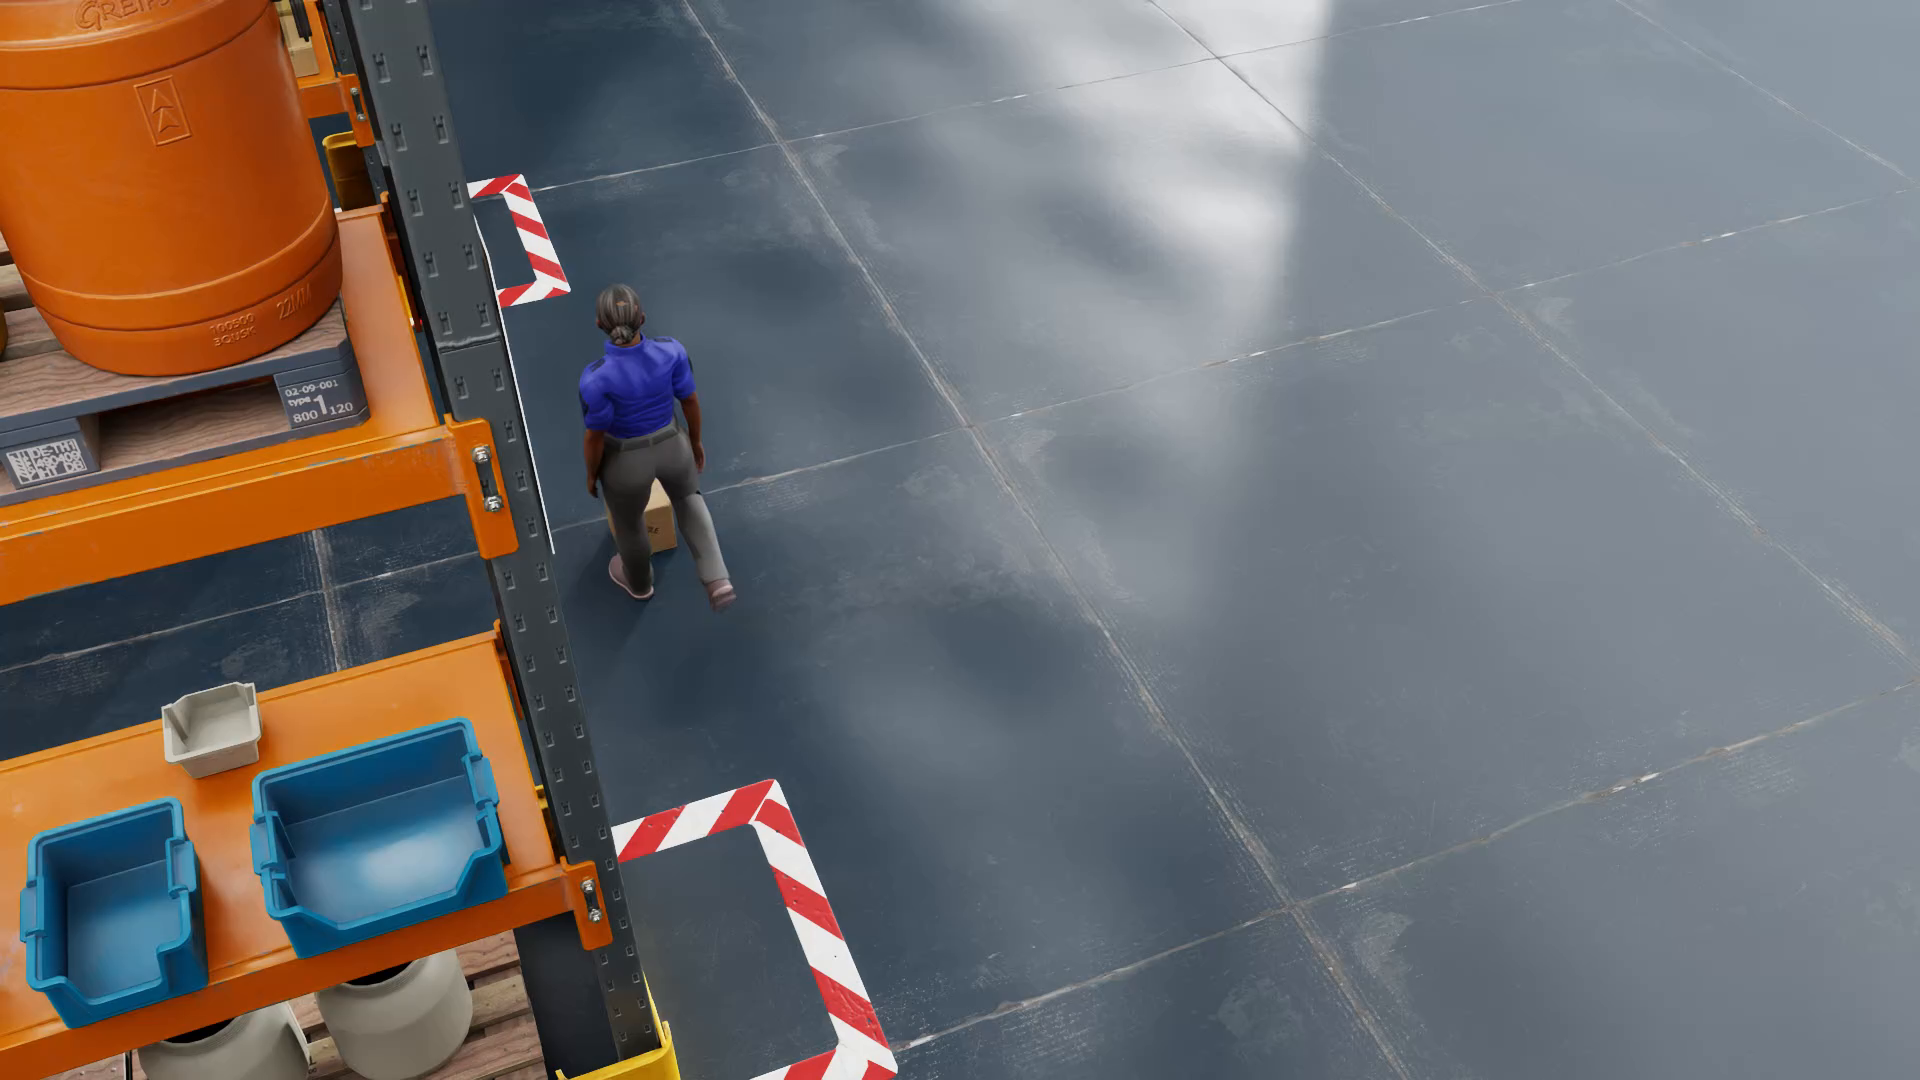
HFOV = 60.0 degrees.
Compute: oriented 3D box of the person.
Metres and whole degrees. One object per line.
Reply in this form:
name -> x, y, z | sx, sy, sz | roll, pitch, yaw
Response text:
person -> -1.251, -0.317, 6.524 | 0.437, 1.664, 0.301 | -15, 44, -16
